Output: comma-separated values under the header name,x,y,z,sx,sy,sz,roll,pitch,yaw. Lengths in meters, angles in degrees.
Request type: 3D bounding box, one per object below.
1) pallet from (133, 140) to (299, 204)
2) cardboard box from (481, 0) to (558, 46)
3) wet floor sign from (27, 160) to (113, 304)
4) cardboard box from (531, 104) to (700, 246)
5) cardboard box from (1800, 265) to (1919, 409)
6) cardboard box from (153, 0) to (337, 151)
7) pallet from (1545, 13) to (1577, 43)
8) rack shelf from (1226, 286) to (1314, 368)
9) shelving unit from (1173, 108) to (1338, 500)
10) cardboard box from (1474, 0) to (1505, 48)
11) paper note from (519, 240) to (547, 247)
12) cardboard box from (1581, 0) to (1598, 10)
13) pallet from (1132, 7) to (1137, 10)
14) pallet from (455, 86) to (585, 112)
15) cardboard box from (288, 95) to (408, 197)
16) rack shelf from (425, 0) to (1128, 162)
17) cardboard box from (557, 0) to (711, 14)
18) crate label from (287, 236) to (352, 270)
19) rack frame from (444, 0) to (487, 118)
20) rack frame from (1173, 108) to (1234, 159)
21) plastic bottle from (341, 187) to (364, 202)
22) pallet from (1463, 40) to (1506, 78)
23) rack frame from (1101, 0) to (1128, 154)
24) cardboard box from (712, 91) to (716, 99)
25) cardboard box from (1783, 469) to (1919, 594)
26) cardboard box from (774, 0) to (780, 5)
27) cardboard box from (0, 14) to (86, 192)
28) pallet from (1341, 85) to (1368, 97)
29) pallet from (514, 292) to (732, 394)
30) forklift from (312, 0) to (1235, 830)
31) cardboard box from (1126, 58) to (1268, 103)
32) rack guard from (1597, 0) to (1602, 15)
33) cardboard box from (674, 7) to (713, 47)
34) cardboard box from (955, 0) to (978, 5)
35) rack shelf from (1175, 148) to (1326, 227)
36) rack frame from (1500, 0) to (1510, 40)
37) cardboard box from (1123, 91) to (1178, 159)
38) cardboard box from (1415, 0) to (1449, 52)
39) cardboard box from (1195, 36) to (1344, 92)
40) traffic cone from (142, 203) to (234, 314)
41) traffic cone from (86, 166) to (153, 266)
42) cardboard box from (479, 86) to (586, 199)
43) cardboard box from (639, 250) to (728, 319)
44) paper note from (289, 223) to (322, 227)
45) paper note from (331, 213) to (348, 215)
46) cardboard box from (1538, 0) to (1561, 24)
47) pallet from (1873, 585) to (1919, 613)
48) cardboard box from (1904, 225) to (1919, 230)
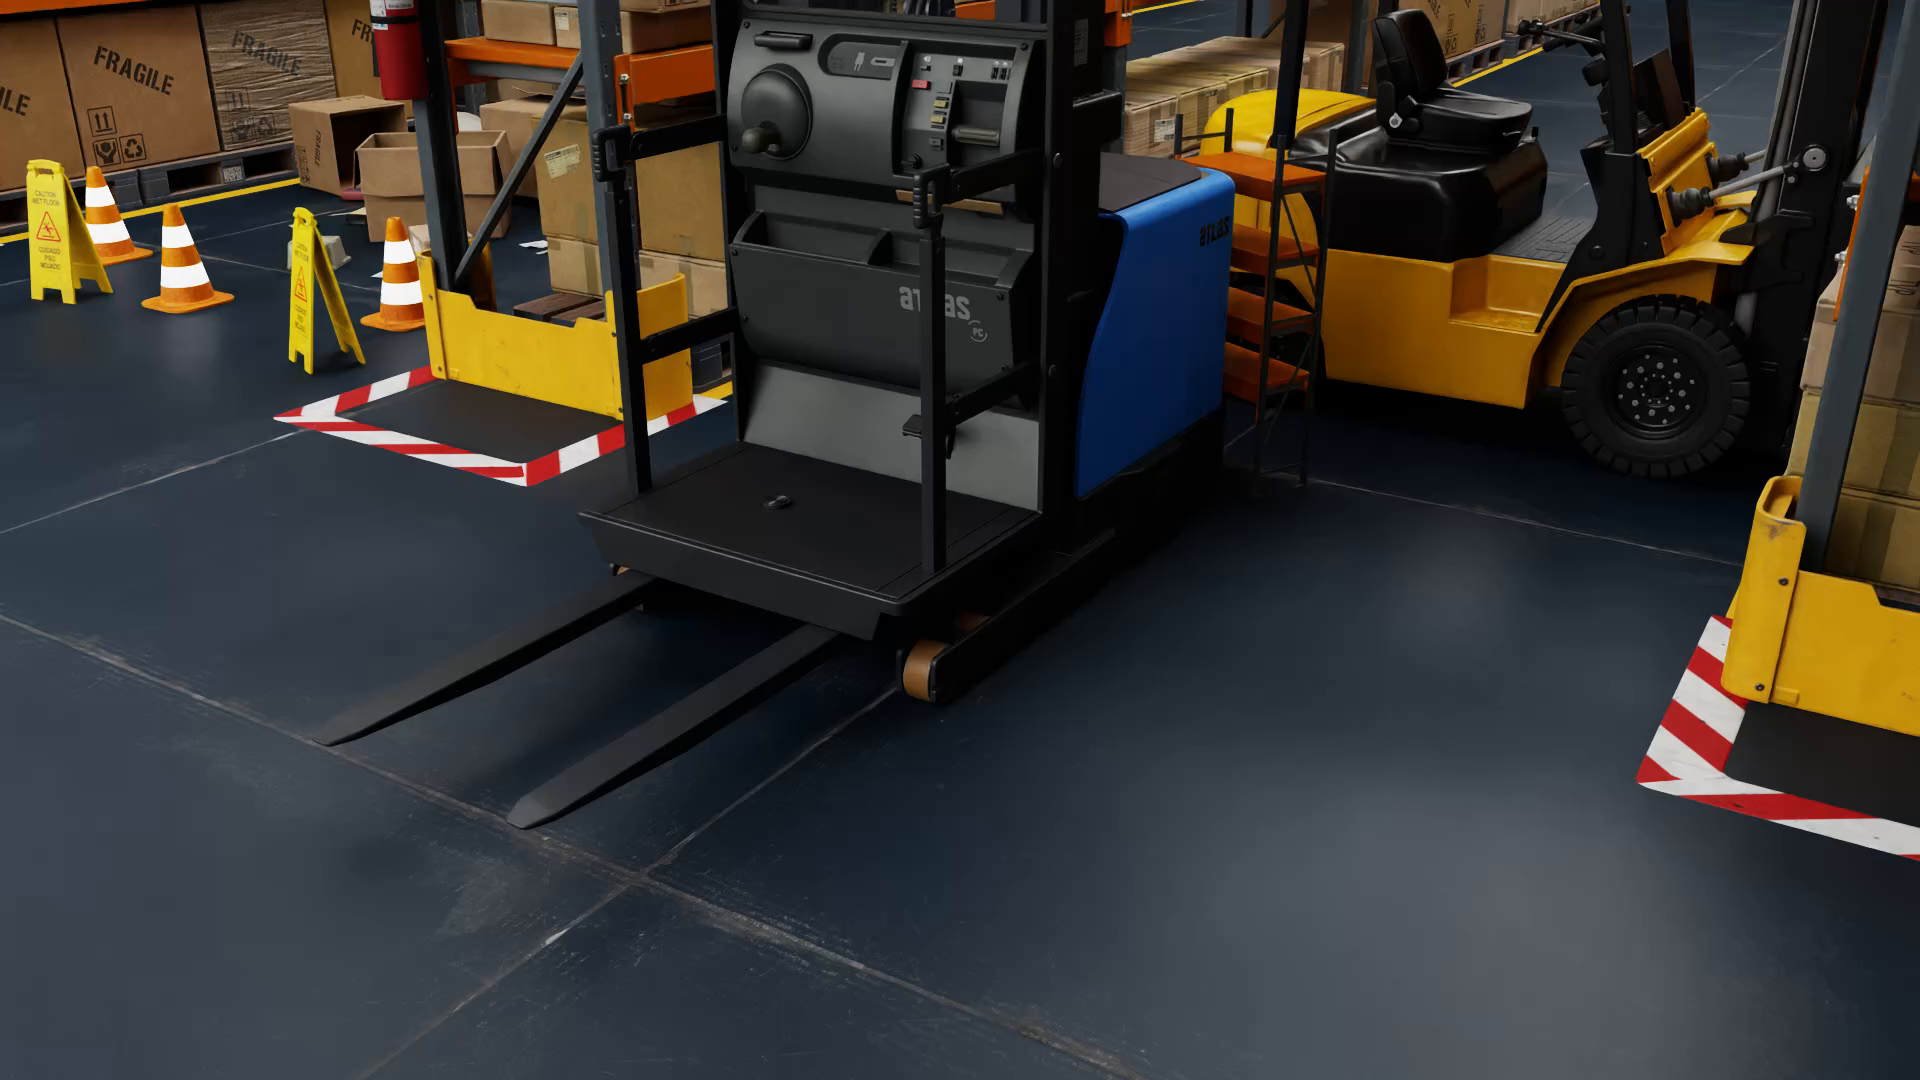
name,x,y,z,sx,sy,sz,roll,pitch,yaw
pallet,-4.904,-2.384,10.491,1.003,0.211,1.213,14,27,29
cardboard box,-1.630,-2.020,6.456,0.380,0.149,0.250,15,28,31
wet floor sign,-4.237,-1.462,7.816,0.267,0.644,0.232,9,25,20
cardboard box,-1.444,-1.564,7.076,0.500,0.500,0.500,14,27,29
cardboard box,2.552,-0.536,4.386,0.500,0.250,0.500,15,28,31
cardboard box,-4.657,-3.032,10.625,0.875,0.875,0.875,14,27,29
pallet,5.795,-5.388,17.431,1.003,0.211,1.213,14,27,29
rack shelf,0.946,-0.731,5.598,0.258,0.148,0.480,-14,27,-30
shelving unit,0.946,-0.793,5.571,0.258,1.200,0.503,-14,27,-30
cardboard box,4.426,-5.006,15.184,0.875,0.875,0.875,15,27,31
paper note,-2.262,-1.588,8.894,0.142,0.019,0.148,-17,29,-35
cardboard box,6.531,-6.138,18.348,0.875,0.438,0.875,13,27,27
pallet,1.393,-6.385,19.734,1.003,0.211,1.213,14,27,29
pallet,-3.451,-3.314,12.639,1.003,0.211,1.213,14,27,29
cardboard box,-3.741,-2.432,10.236,0.500,0.500,0.500,20,30,38
rack shelf,-0.590,-2.309,7.714,1.077,0.370,4.000,14,27,29
cardboard box,-1.160,-2.248,6.168,0.500,0.500,0.500,13,27,28
crate label,-3.275,-1.462,8.455,0.250,0.136,0.298,1,23,2
rack frame,-3.794,-4.317,11.447,1.000,3.000,0.127,14,27,29
rack frame,0.814,-0.874,5.759,0.240,1.200,0.015,-14,27,-30
plastic bottle,-3.535,-2.063,9.939,0.283,0.061,0.133,5,24,11
pallet,4.342,-4.458,15.283,1.003,0.211,1.213,14,27,29
rack frame,0.465,-3.314,9.130,1.000,3.000,0.127,14,27,29
cardboard box,-1.172,-2.084,7.460,0.380,0.149,0.250,14,27,30
cardboard box,2.553,-0.081,4.594,0.500,0.250,0.500,14,27,29
cardboard box,-0.787,-2.157,6.773,0.380,0.149,0.250,14,27,30
cardboard box,-5.602,-2.428,9.228,0.875,0.875,0.875,14,27,29
pallet,3.055,-3.635,13.381,1.003,0.211,1.213,14,27,29
pallet,-1.147,-0.977,7.241,1.003,0.211,1.213,14,27,29
forklift,-0.338,-1.137,4.187,1.130,2.935,3.031,14,27,30
cardboard box,1.481,-2.957,11.084,0.950,0.372,0.625,15,28,31
rack guard,6.807,-6.225,19.001,1.175,0.500,0.348,14,27,29
cardboard box,-1.169,-2.008,6.430,0.380,0.149,0.250,14,27,30
cardboard box,-0.139,-2.603,7.803,0.380,0.149,0.250,13,27,28
rack shelf,0.946,-1.153,5.415,0.258,0.148,0.480,-14,27,-30
rack frame,4.685,-6.014,15.367,1.000,3.000,0.127,14,27,29
cardboard box,0.739,-2.479,9.979,0.950,0.372,0.625,14,27,30
cardboard box,3.484,-4.398,13.779,0.875,0.875,0.875,14,27,30
cardboard box,2.268,-3.462,12.252,0.950,0.372,0.625,12,26,25
traffic cone,-3.637,-1.333,7.747,0.336,0.463,0.334,14,27,29
traffic cone,-4.417,-1.685,8.560,0.336,0.463,0.334,14,27,29
cardboard box,-2.383,-2.322,9.809,0.797,0.637,0.503,14,27,29
cardboard box,-0.985,-1.109,6.969,0.500,0.250,0.500,14,27,29
paper note,-3.656,-1.763,9.287,0.142,0.017,0.144,-17,29,-35
paper note,-3.556,-1.877,9.574,0.123,0.001,0.032,-12,26,-26
cardboard box,5.579,-5.523,16.929,0.875,0.438,0.875,13,27,27
pallet,2.941,0.087,4.782,1.003,0.211,1.213,14,27,29
cardboard box,3.074,-0.882,5.185,0.500,0.250,0.500,14,27,30
